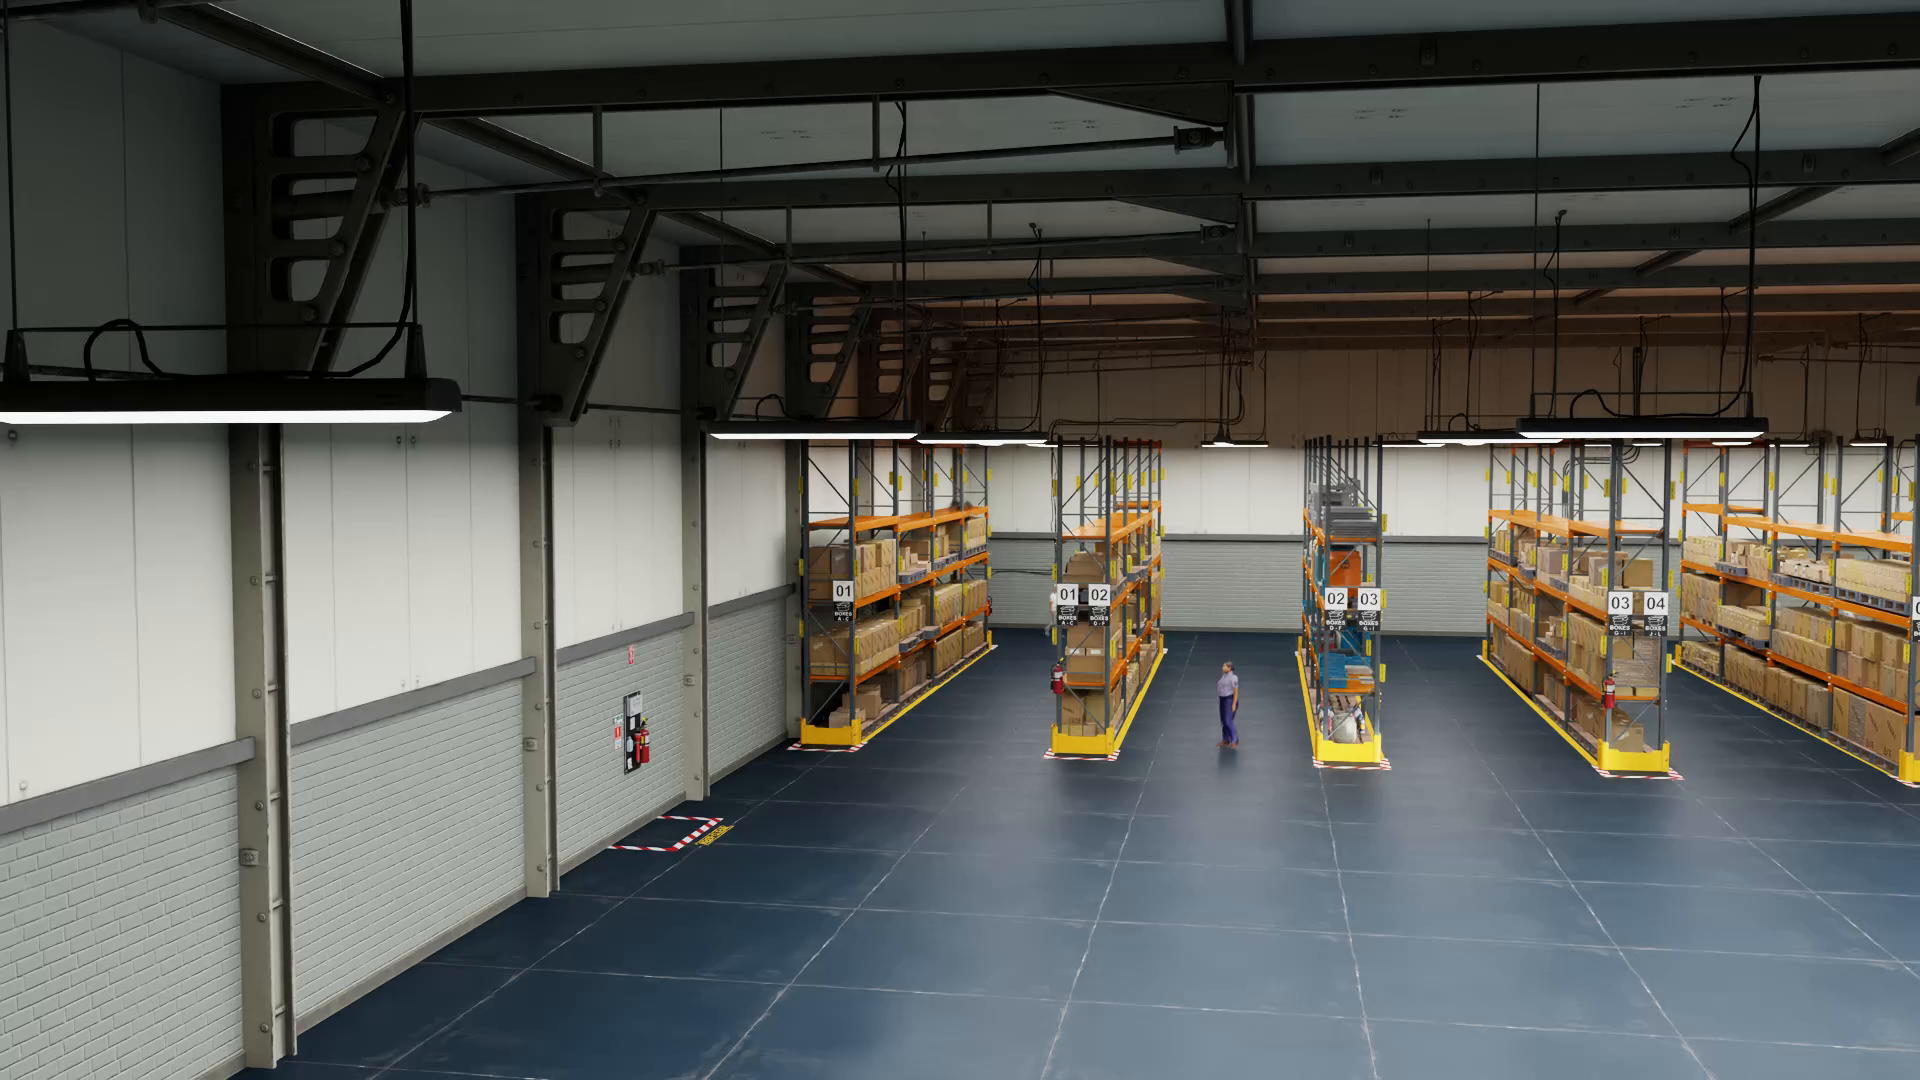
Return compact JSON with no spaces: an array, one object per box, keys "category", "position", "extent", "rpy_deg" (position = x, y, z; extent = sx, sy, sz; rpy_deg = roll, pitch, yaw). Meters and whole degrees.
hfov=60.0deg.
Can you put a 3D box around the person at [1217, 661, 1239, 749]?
[{"category":"person","position":[5.165,3.175,32.077],"extent":[0.365,1.682,0.527],"rpy_deg":[-1,3,-18]}]

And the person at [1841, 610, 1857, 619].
[{"category":"person","position":[24.843,2.362,46.553],"extent":[0.480,1.715,0.440],"rpy_deg":[0,3,-6]}]

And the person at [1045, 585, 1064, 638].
[{"category":"person","position":[2.924,2.162,50.668],"extent":[0.598,1.631,0.501],"rpy_deg":[3,4,43]}]
